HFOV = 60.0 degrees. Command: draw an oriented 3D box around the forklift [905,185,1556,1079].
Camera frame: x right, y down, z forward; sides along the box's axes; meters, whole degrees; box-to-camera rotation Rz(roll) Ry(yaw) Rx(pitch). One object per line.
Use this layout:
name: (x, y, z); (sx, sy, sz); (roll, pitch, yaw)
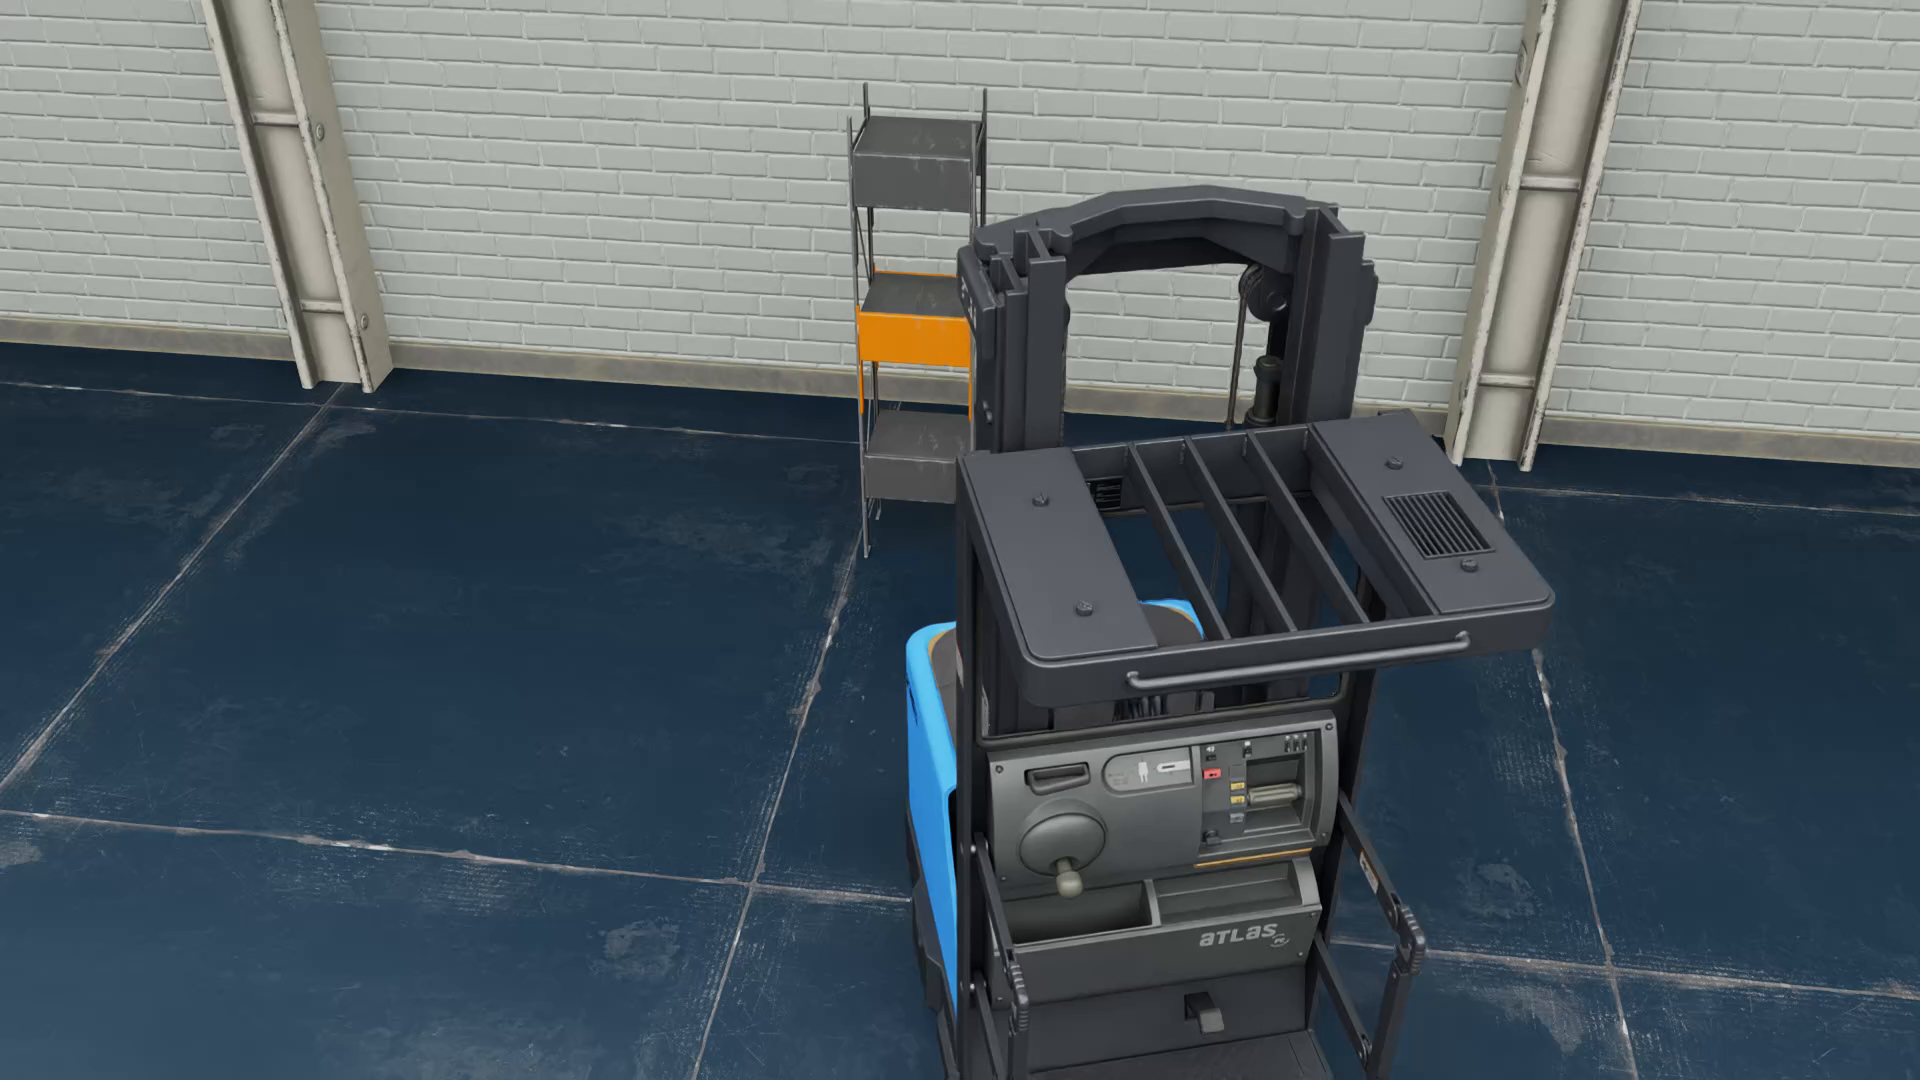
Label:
forklift: (0.578, 0.757, 4.167); (1.130, 2.935, 3.031); (-6, 36, -8)

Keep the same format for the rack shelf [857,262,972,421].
rack shelf: (-0.164, -0.856, 7.165); (0.480, 0.518, 0.431); (4, 36, 6)

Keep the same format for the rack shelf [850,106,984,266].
rack shelf: (-0.164, -1.426, 6.758); (0.480, 0.518, 0.431); (4, 36, 6)

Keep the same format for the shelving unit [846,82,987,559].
shelving unit: (-0.164, -0.867, 7.157); (0.503, 2.100, 0.431); (4, 36, 6)

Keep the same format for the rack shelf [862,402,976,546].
rack shelf: (-0.164, -0.286, 7.572); (0.480, 0.518, 0.431); (4, 36, 6)

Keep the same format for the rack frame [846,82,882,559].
rack frame: (-0.406, -0.885, 7.182); (0.015, 2.100, 0.400); (4, 36, 6)

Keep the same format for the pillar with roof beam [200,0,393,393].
pillar with roof beam: (-3.850, -2.069, 2.903); (0.400, 9.000, 9.100); (4, 36, 6)

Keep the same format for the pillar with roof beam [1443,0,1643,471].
pillar with roof beam: (2.101, -1.625, 2.281); (0.400, 9.000, 9.100); (4, 36, 6)

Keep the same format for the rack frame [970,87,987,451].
rack frame: (0.078, -0.849, 7.132); (0.015, 2.100, 0.400); (4, 36, 6)
